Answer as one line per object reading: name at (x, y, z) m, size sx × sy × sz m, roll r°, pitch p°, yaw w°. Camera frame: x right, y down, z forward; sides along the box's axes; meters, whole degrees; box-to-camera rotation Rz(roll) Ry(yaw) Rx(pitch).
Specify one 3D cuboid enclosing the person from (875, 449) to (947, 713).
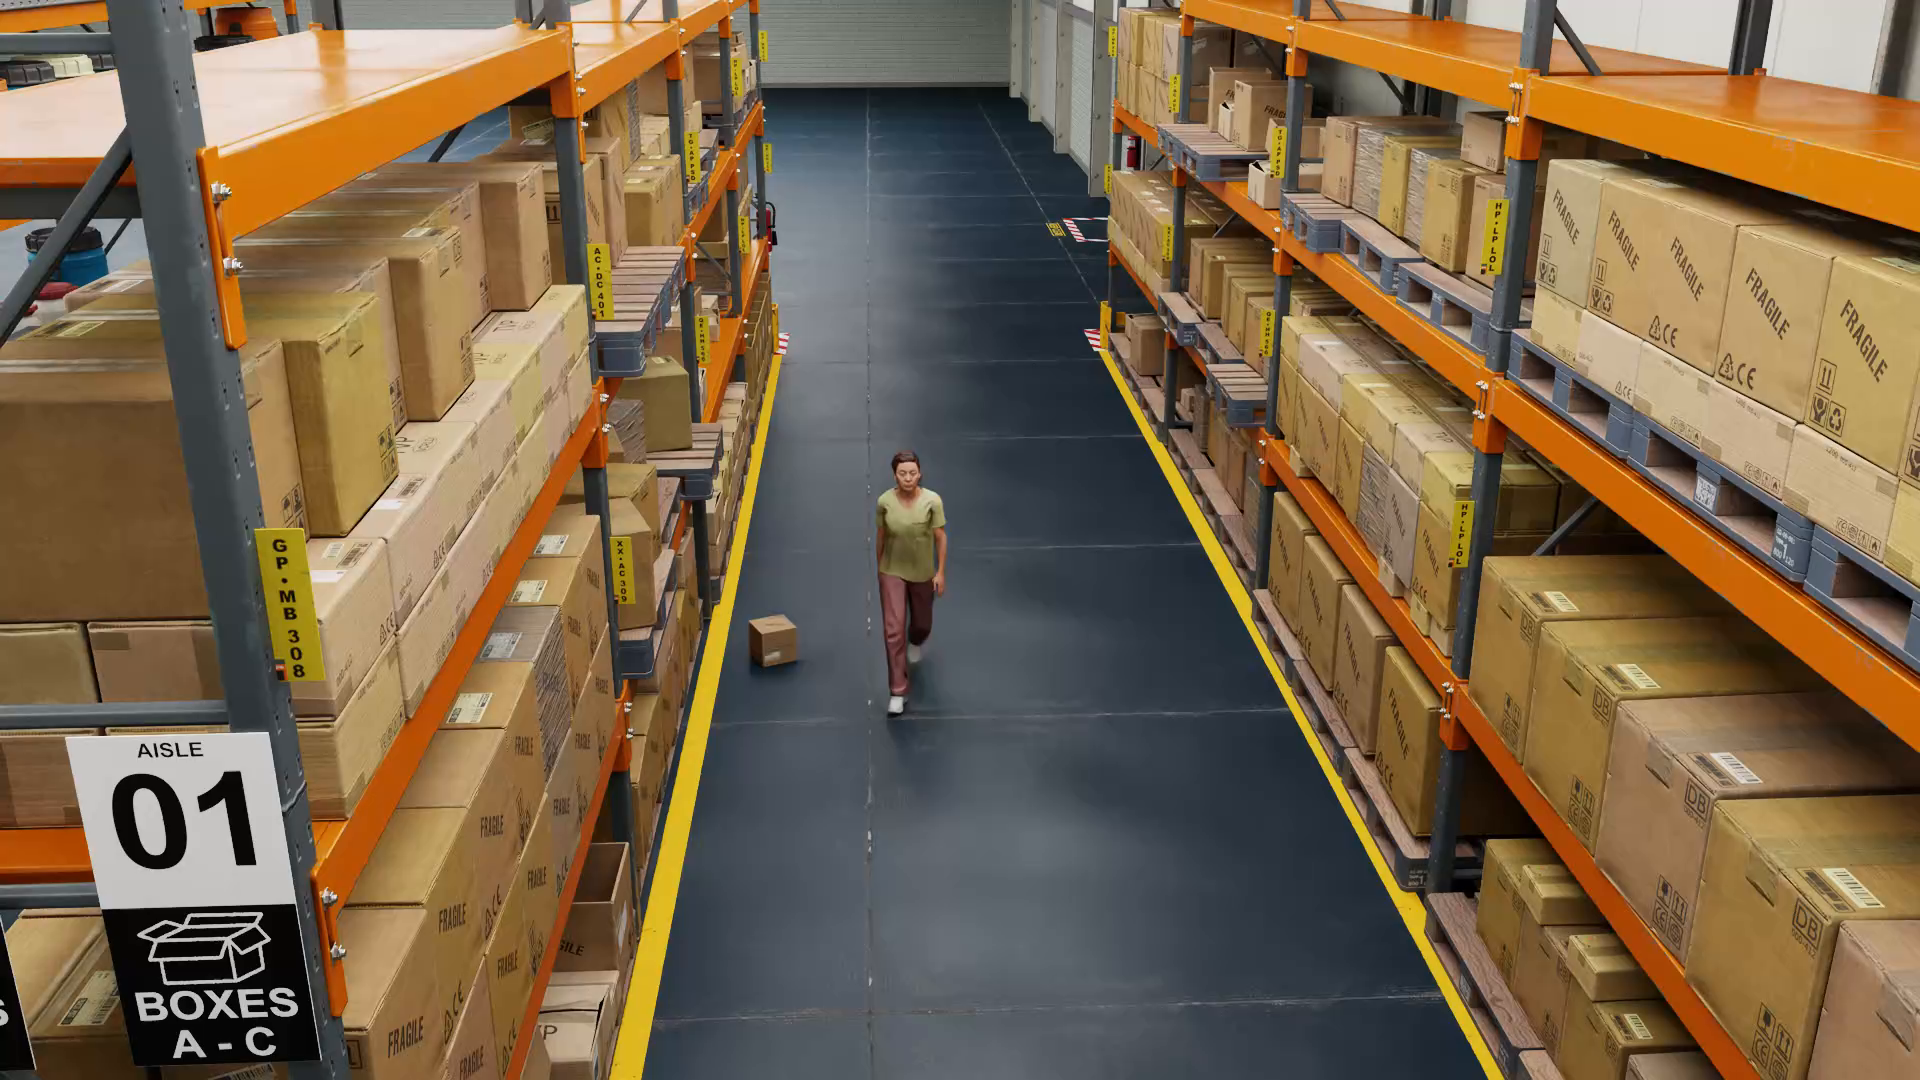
person at (-0.309, 0.188, 10.594) m, size 0.451 × 1.620 × 0.961 m, roll 0°, pitch 20°, yaw -1°
